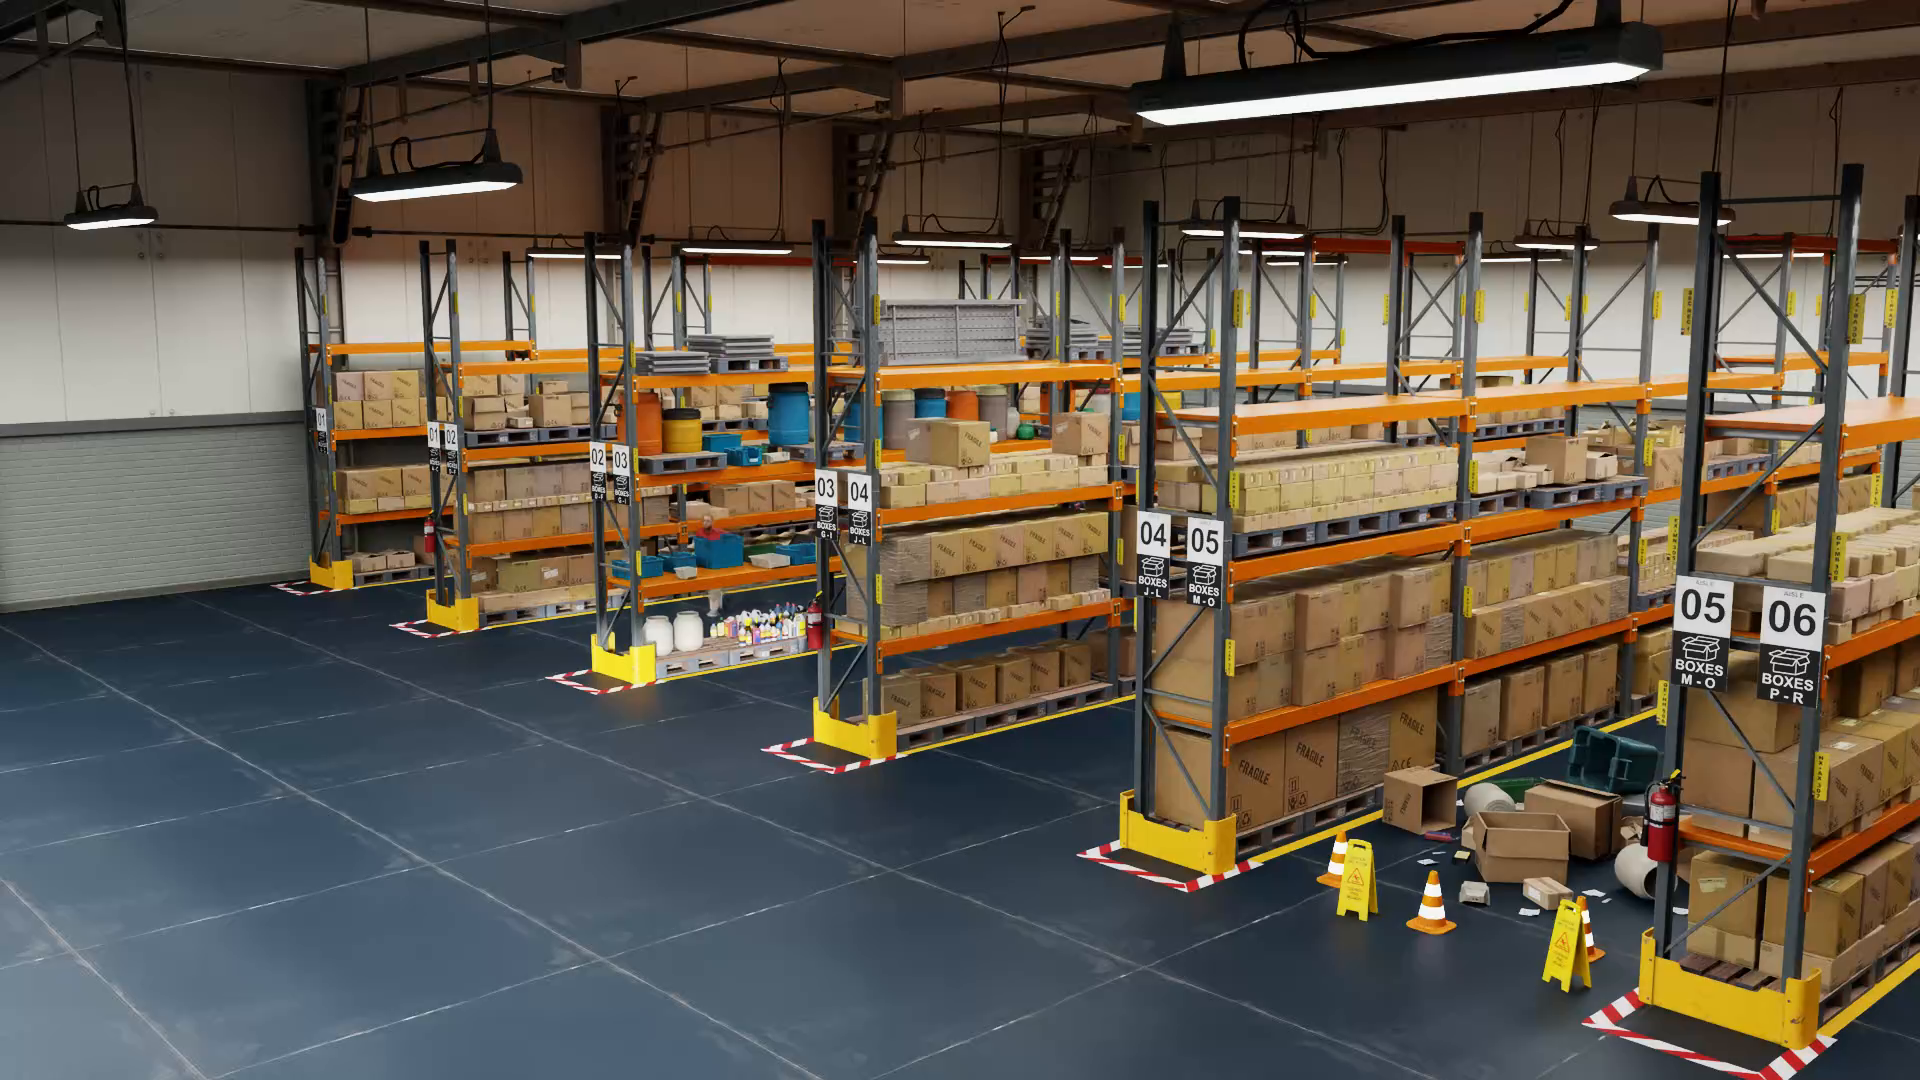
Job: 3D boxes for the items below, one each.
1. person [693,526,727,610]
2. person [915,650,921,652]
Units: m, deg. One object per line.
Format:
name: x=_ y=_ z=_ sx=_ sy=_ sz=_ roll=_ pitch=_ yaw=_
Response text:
person: x=-4.044 y=0.445 z=27.024 sx=0.630 sy=1.406 sz=0.394 roll=3 pitch=9 yaw=20
person: x=-0.643 y=0.999 z=24.123 sx=0.521 sy=1.305 sz=0.527 roll=2 pitch=9 yaw=12
